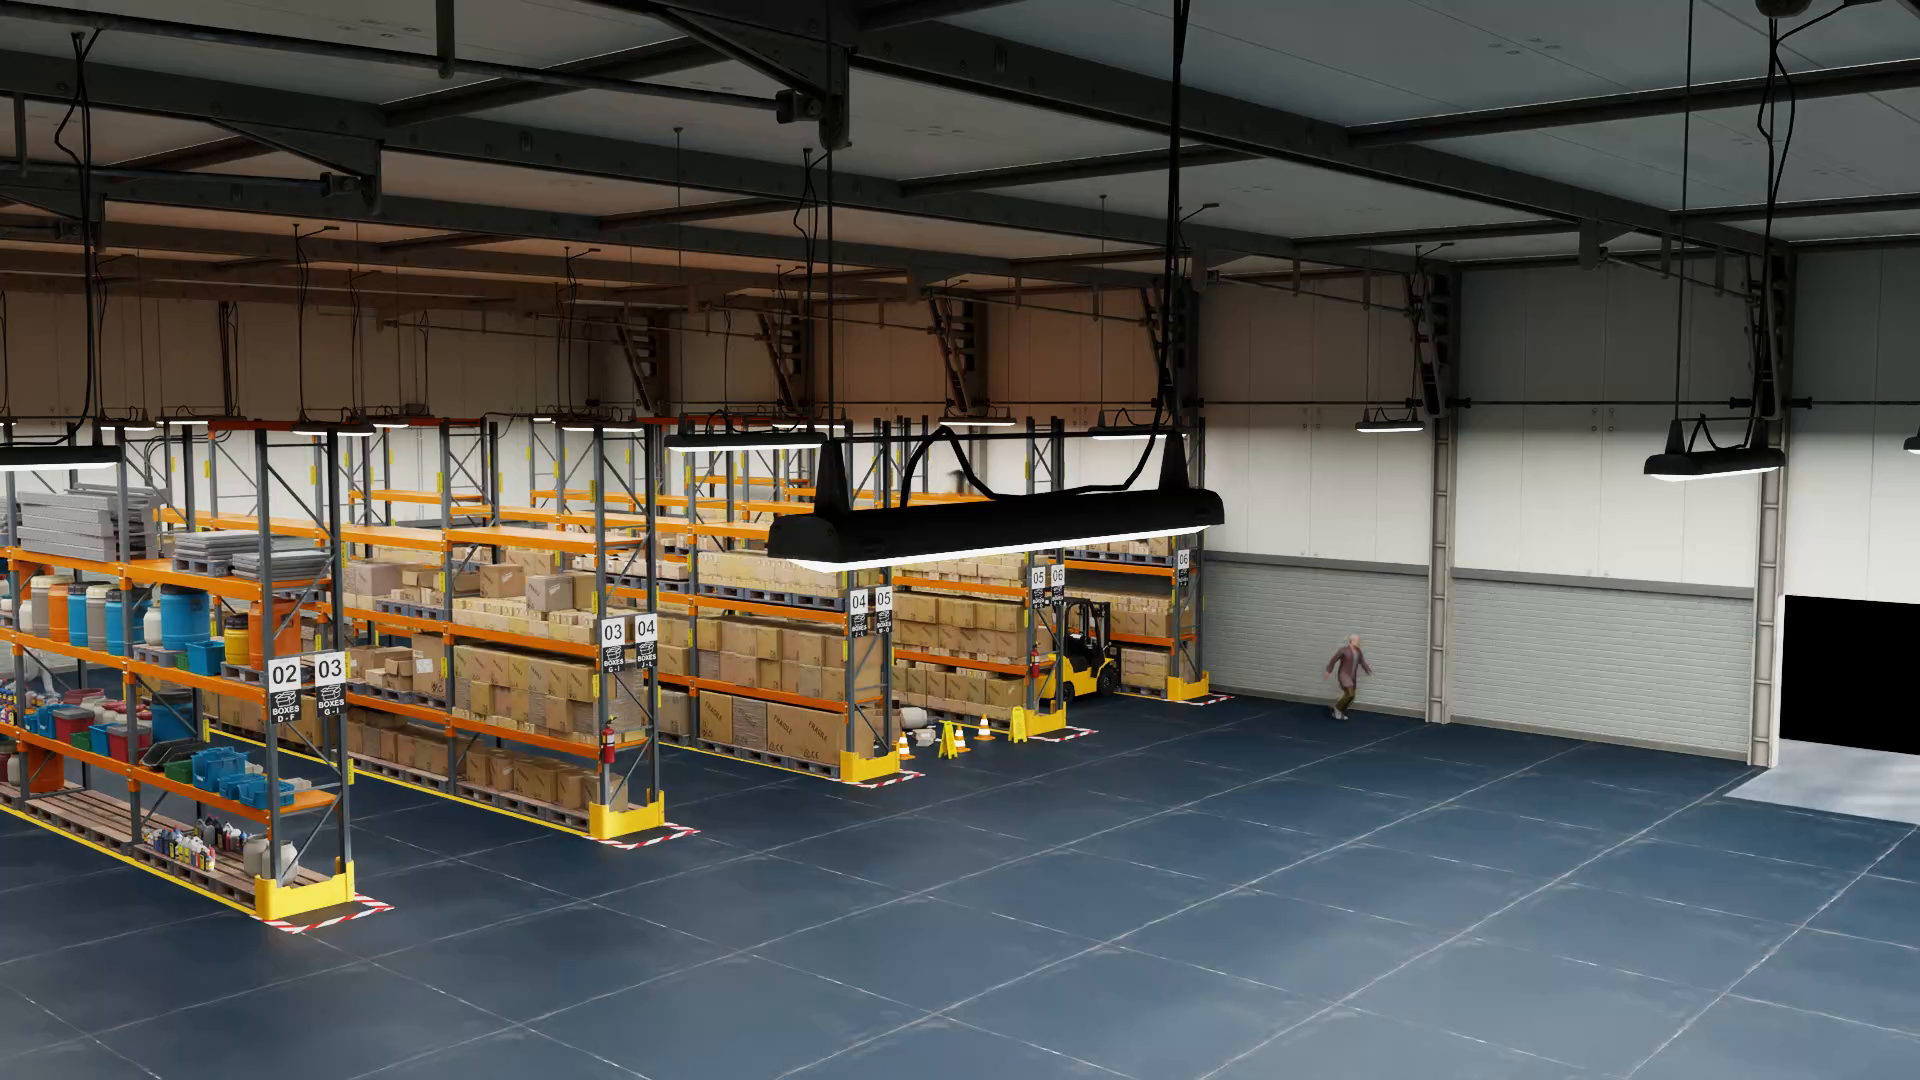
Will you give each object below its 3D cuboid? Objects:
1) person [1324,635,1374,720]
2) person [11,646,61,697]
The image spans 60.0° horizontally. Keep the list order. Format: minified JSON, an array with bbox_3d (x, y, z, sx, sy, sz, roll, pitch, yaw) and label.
[{"bbox_3d":[7.726,2.724,32.864,0.704,1.724,0.821,-4,6,-37],"label":"person"},{"bbox_3d":[-19.816,2.501,35.580,0.975,1.781,0.631,-1,5,-13],"label":"person"}]
